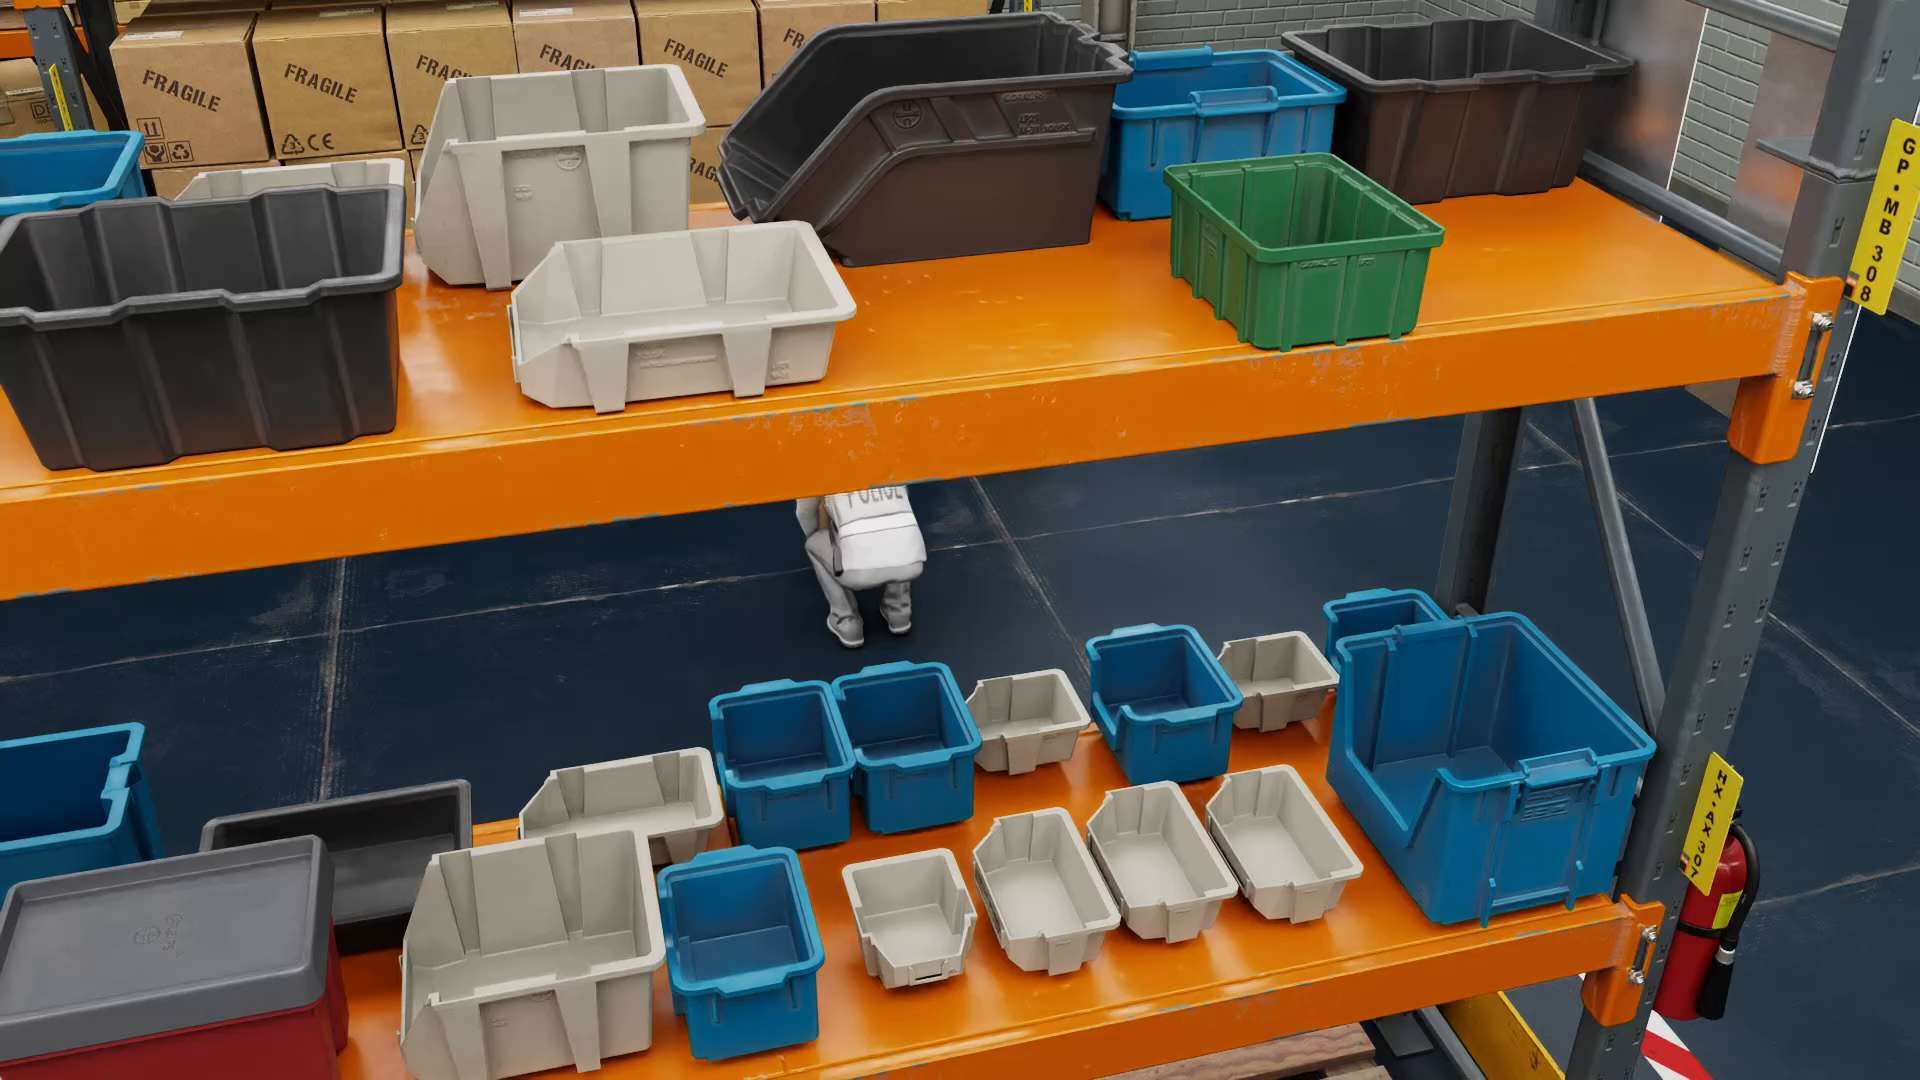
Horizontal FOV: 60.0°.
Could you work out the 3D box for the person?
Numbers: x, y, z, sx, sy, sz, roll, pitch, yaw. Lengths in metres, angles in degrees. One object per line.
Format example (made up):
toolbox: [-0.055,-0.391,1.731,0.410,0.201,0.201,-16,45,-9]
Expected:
person: [-0.415,-0.088,6.981,0.496,0.964,0.823,-8,31,-13]
